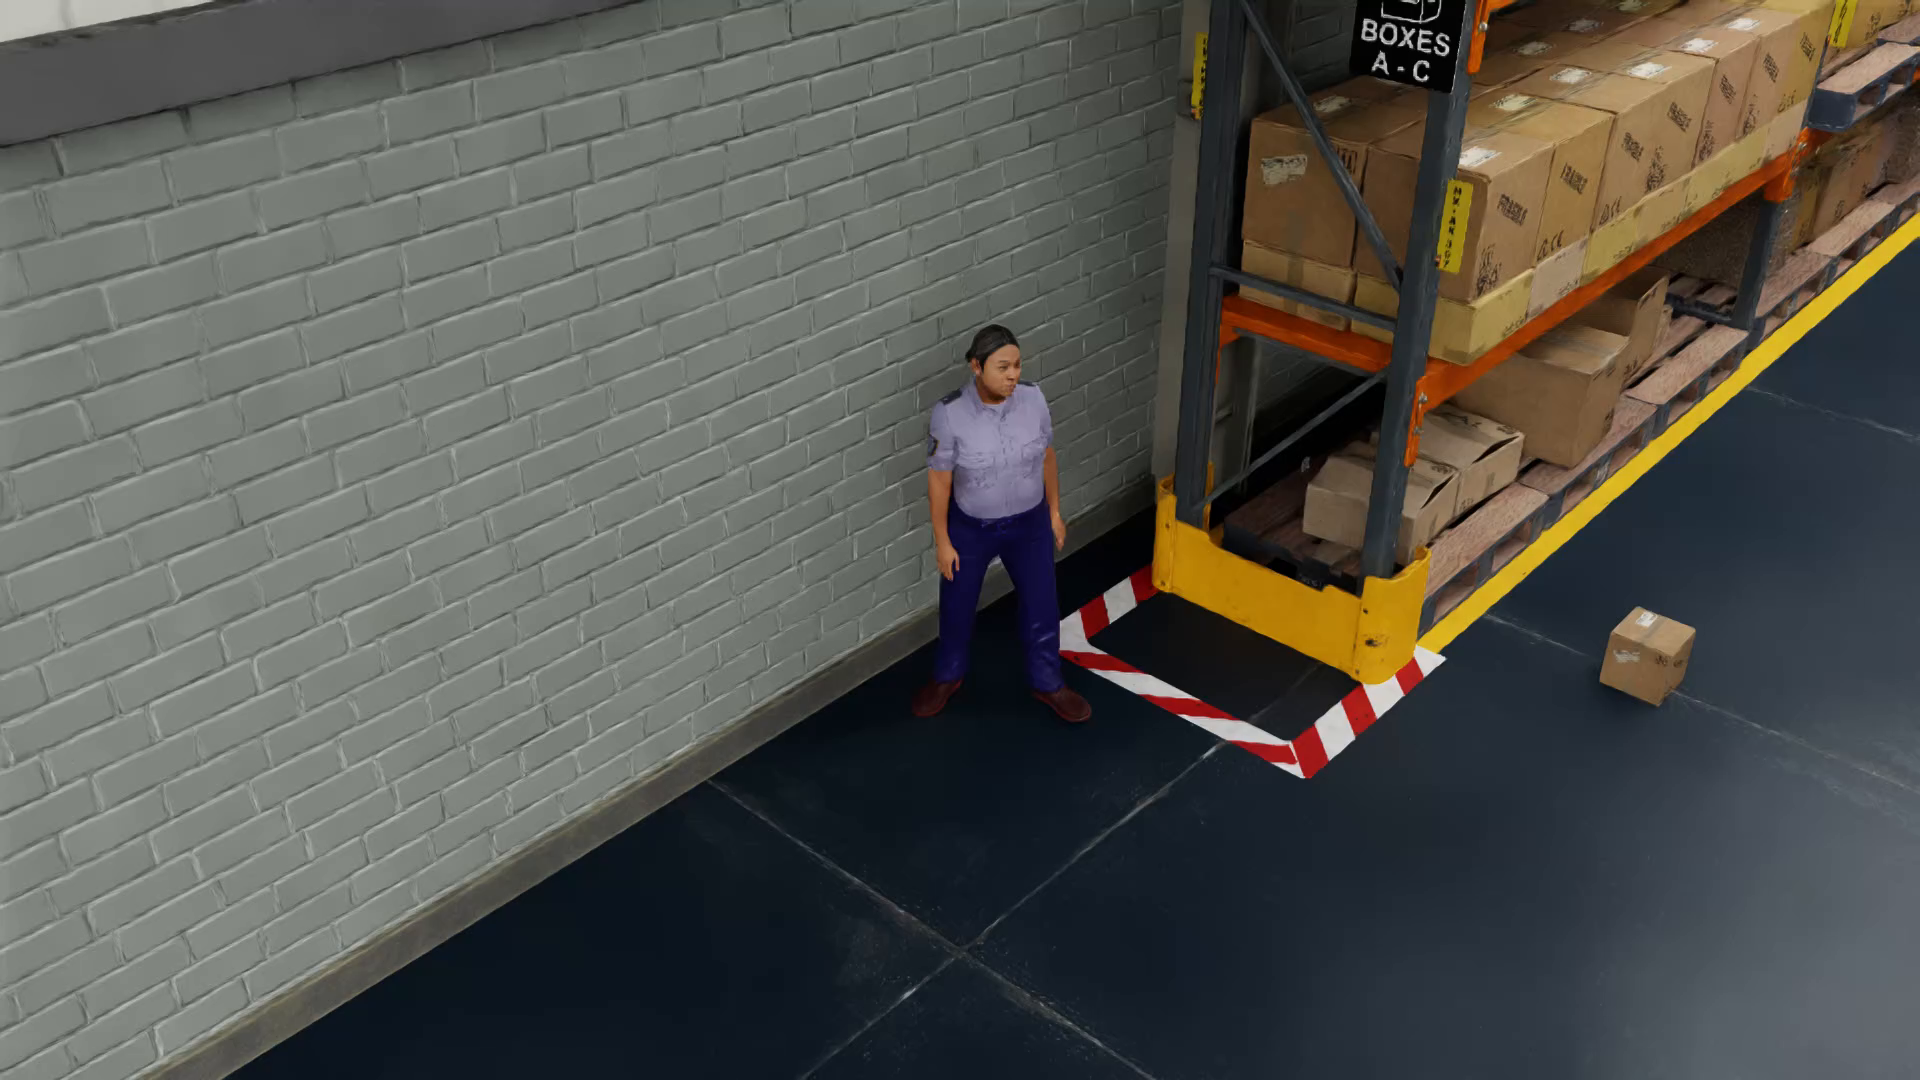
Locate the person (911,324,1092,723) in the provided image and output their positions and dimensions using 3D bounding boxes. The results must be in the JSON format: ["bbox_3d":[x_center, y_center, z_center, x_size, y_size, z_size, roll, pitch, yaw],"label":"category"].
[{"bbox_3d":[0.145,-0.045,6.185,0.672,1.647,0.454,-9,33,-15],"label":"person"}]
